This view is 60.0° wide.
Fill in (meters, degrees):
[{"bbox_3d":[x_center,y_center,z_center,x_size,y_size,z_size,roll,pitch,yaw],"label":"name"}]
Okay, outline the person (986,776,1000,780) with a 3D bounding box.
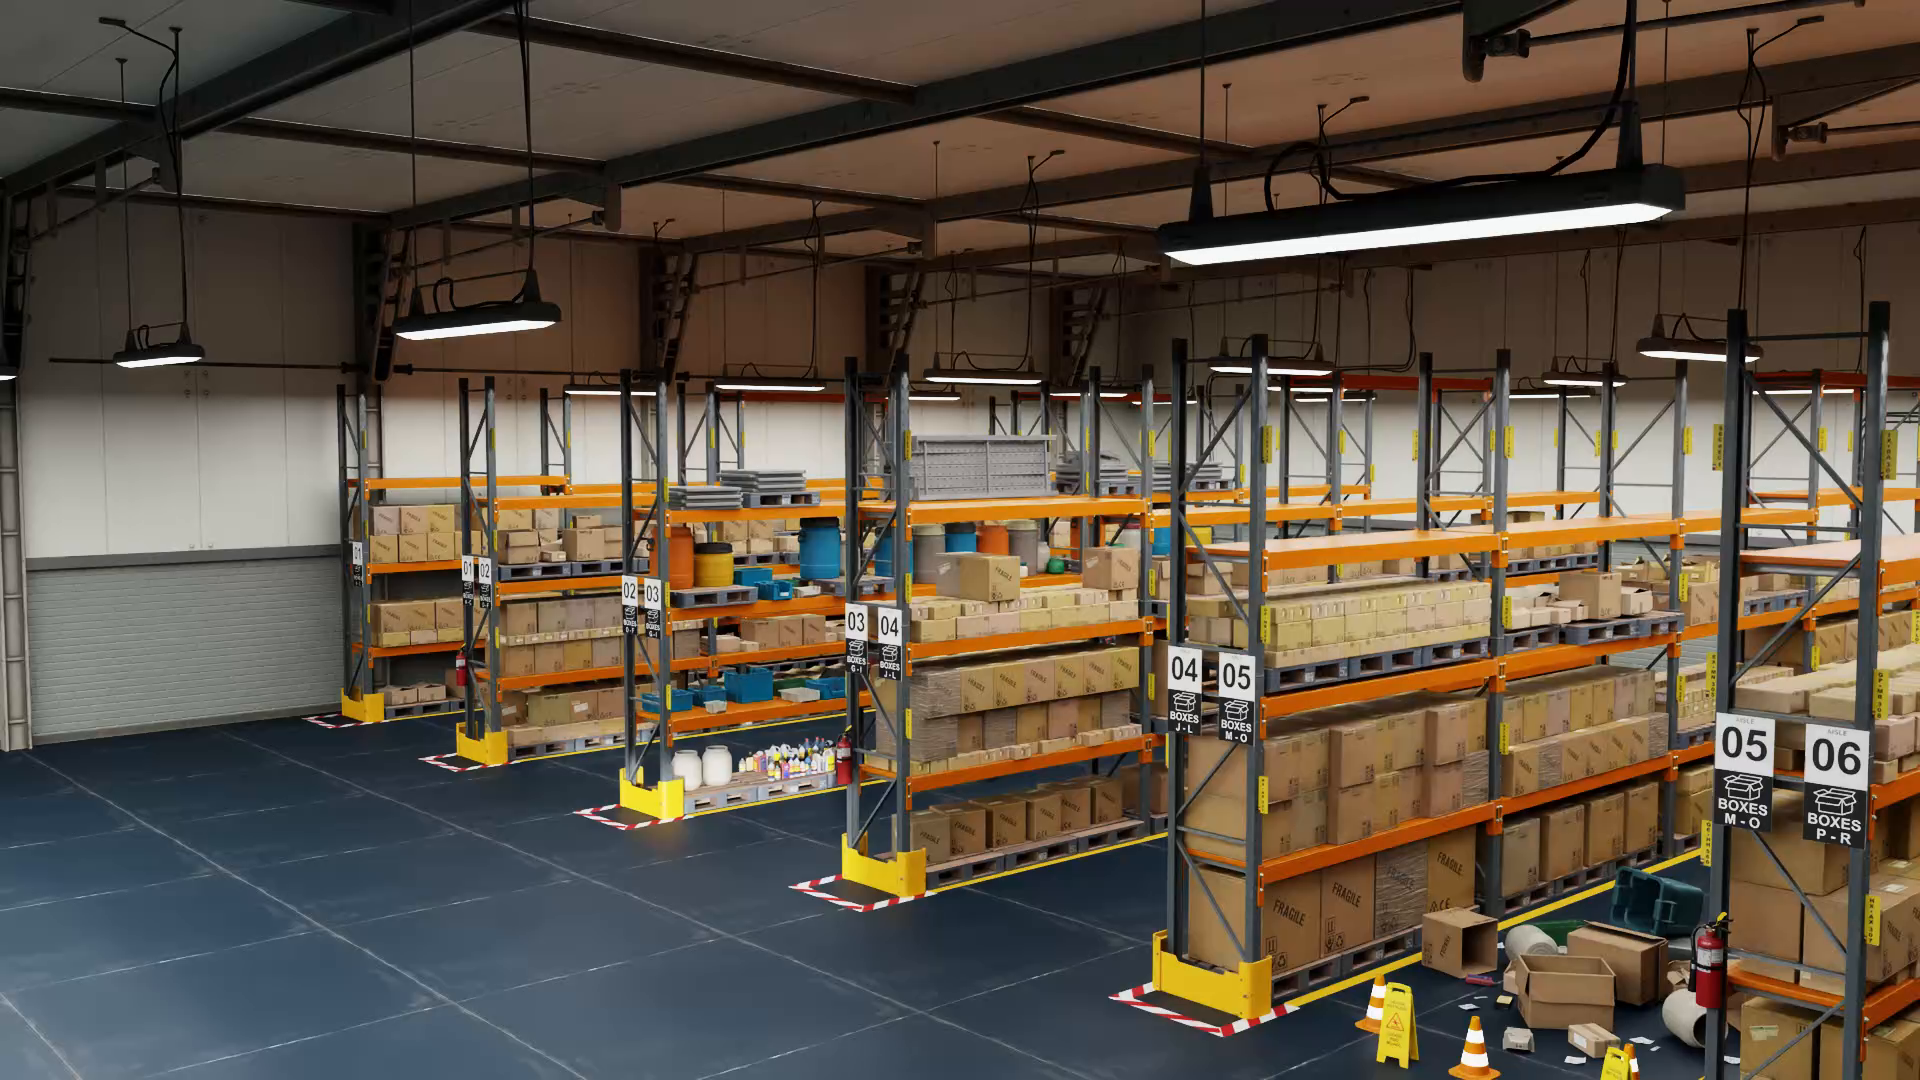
[{"bbox_3d":[0.286,2.864,24.337,0.950,1.391,0.621,-4,5,-44],"label":"person"}]
